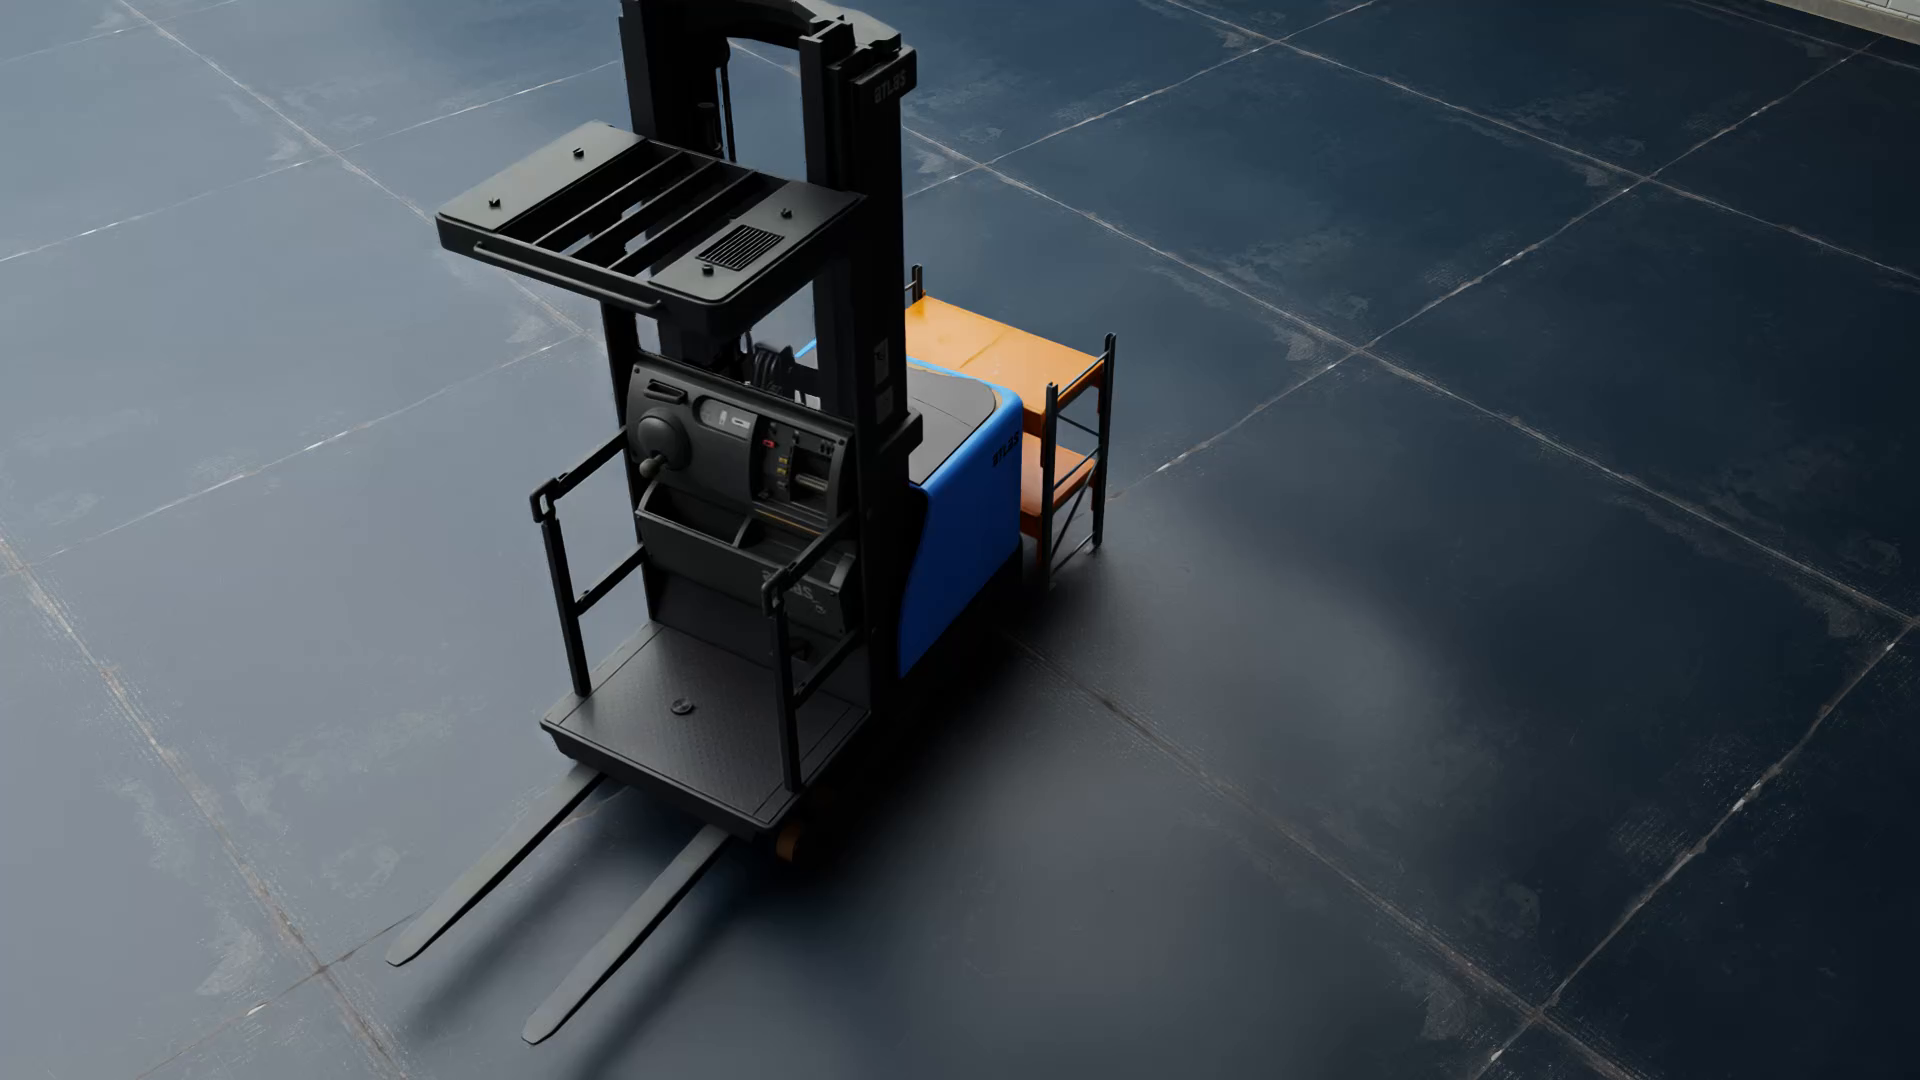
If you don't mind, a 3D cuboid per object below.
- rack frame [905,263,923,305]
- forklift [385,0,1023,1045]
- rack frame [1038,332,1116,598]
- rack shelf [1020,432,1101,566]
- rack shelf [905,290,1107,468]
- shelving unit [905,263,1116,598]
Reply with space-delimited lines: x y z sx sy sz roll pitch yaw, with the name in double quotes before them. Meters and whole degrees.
"rack frame" -0.326 -0.678 7.695 0.032 1.125 0.500 24 45 27
"forklift" -0.902 -0.261 5.741 1.130 2.935 3.031 20 43 23
"rack frame" 0.505 -0.311 7.239 0.032 1.125 0.500 24 45 27
"rack shelf" 0.090 -0.304 7.621 1.000 0.278 0.538 24 45 27
"rack shelf" 0.090 -0.722 7.283 1.000 0.278 0.538 24 45 27
"shelving unit" 0.090 -0.494 7.467 1.048 1.125 0.538 24 45 27
